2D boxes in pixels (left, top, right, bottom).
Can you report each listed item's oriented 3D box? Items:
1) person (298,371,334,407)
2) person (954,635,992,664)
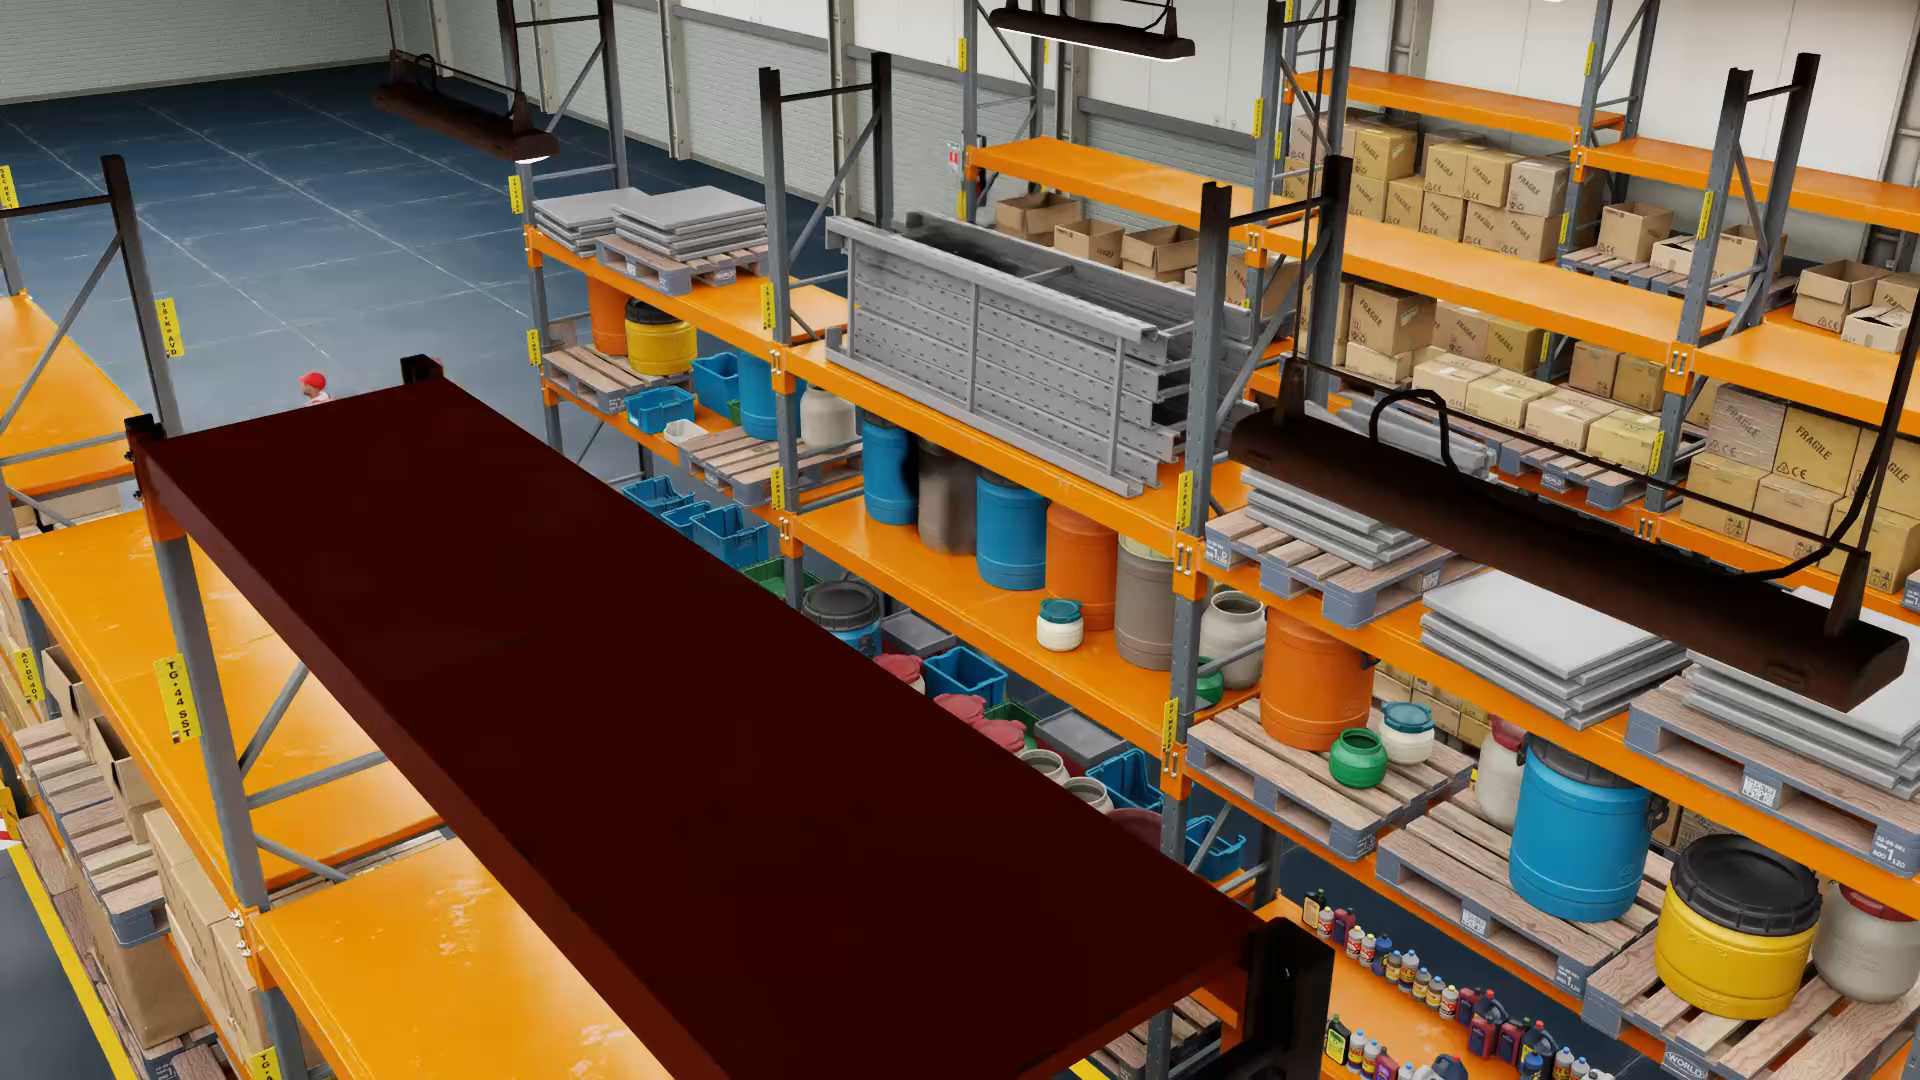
[{"bbox_3d":[-7.027,-1.030,18.383,0.838,1.757,0.667,-7,27,-14],"label":"person"},{"bbox_3d":[0.032,0.496,14.522,0.920,1.804,0.700,22,33,38],"label":"person"}]
